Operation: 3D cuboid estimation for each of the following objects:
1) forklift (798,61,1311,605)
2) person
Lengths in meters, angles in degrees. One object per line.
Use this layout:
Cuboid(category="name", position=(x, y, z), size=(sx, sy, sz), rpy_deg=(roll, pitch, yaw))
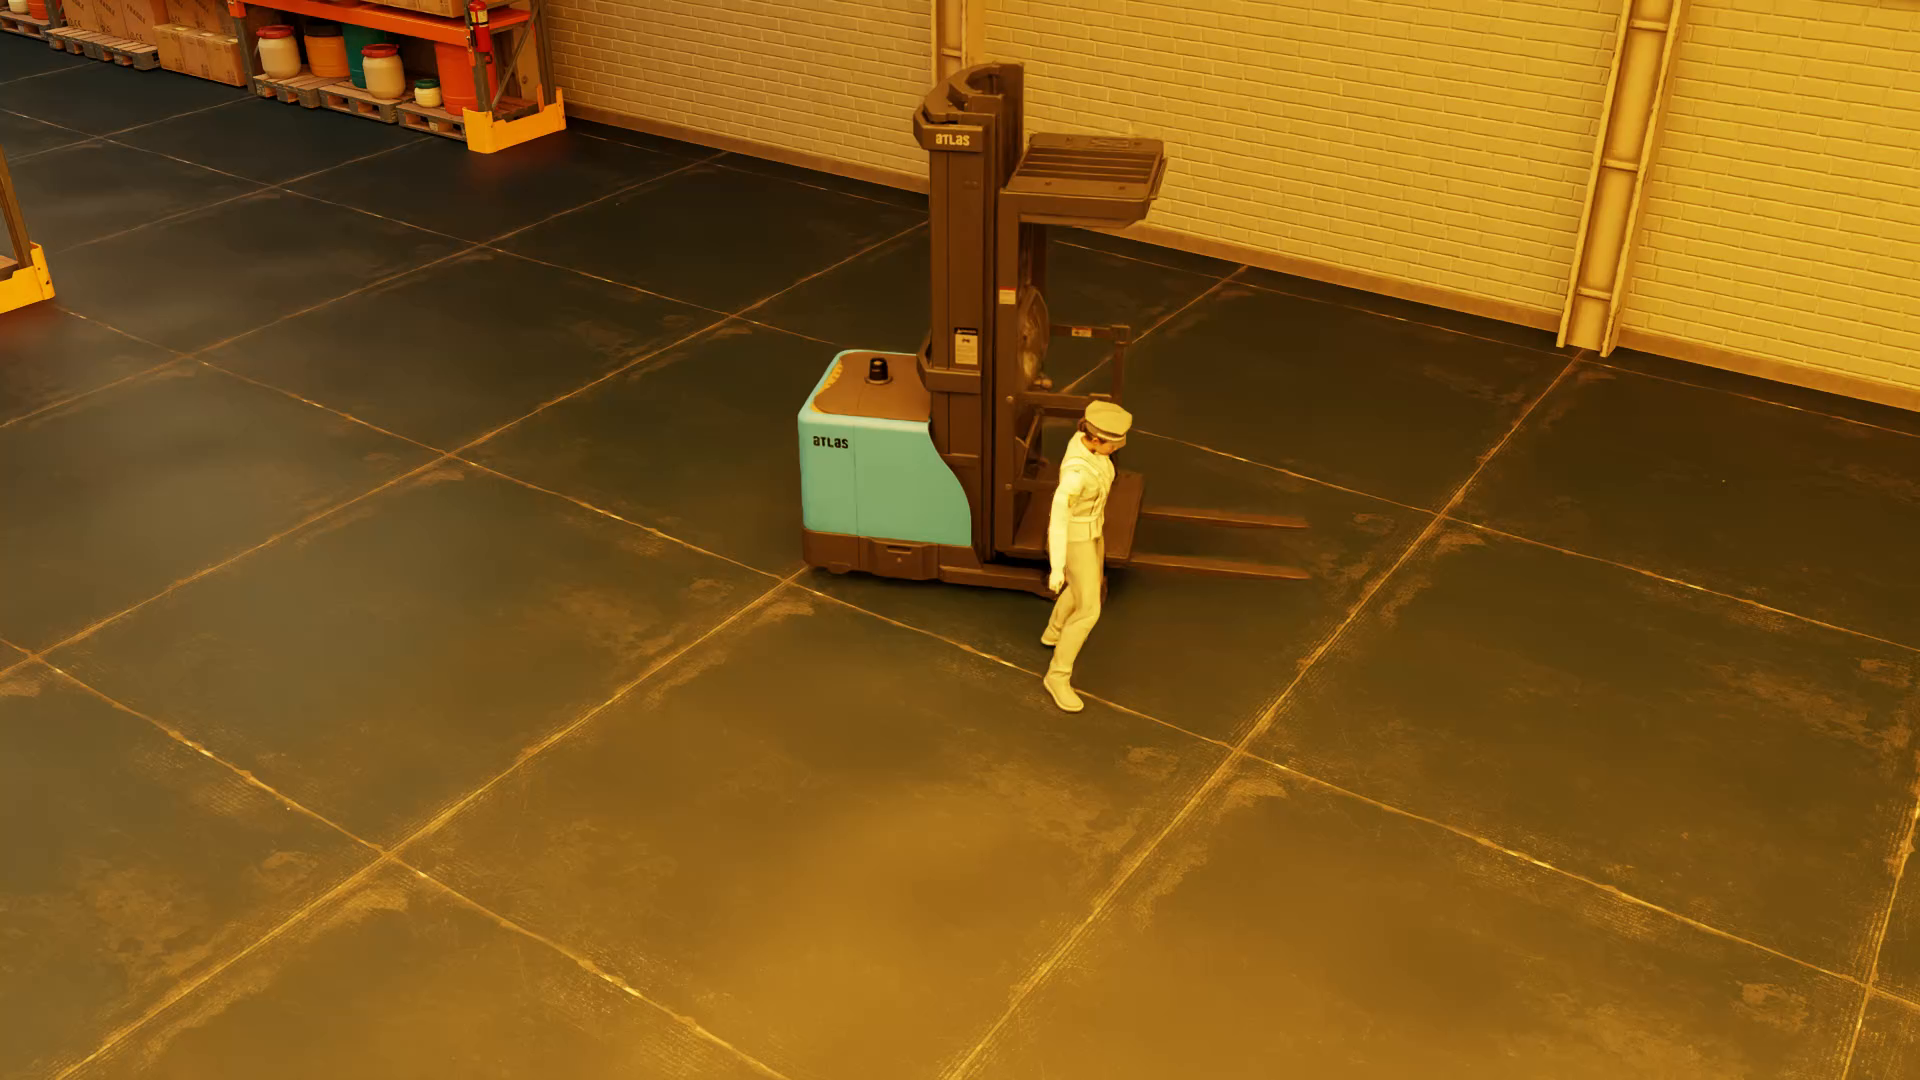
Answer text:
Cuboid(category="forklift", position=(0.610, -1.166, 9.589), size=(3.031, 2.935, 1.130), rpy_deg=(6, 31, 10))
Cuboid(category="person", position=(0.661, 0.001, 8.920), size=(0.462, 1.618, 0.988), rpy_deg=(6, 31, 10))
